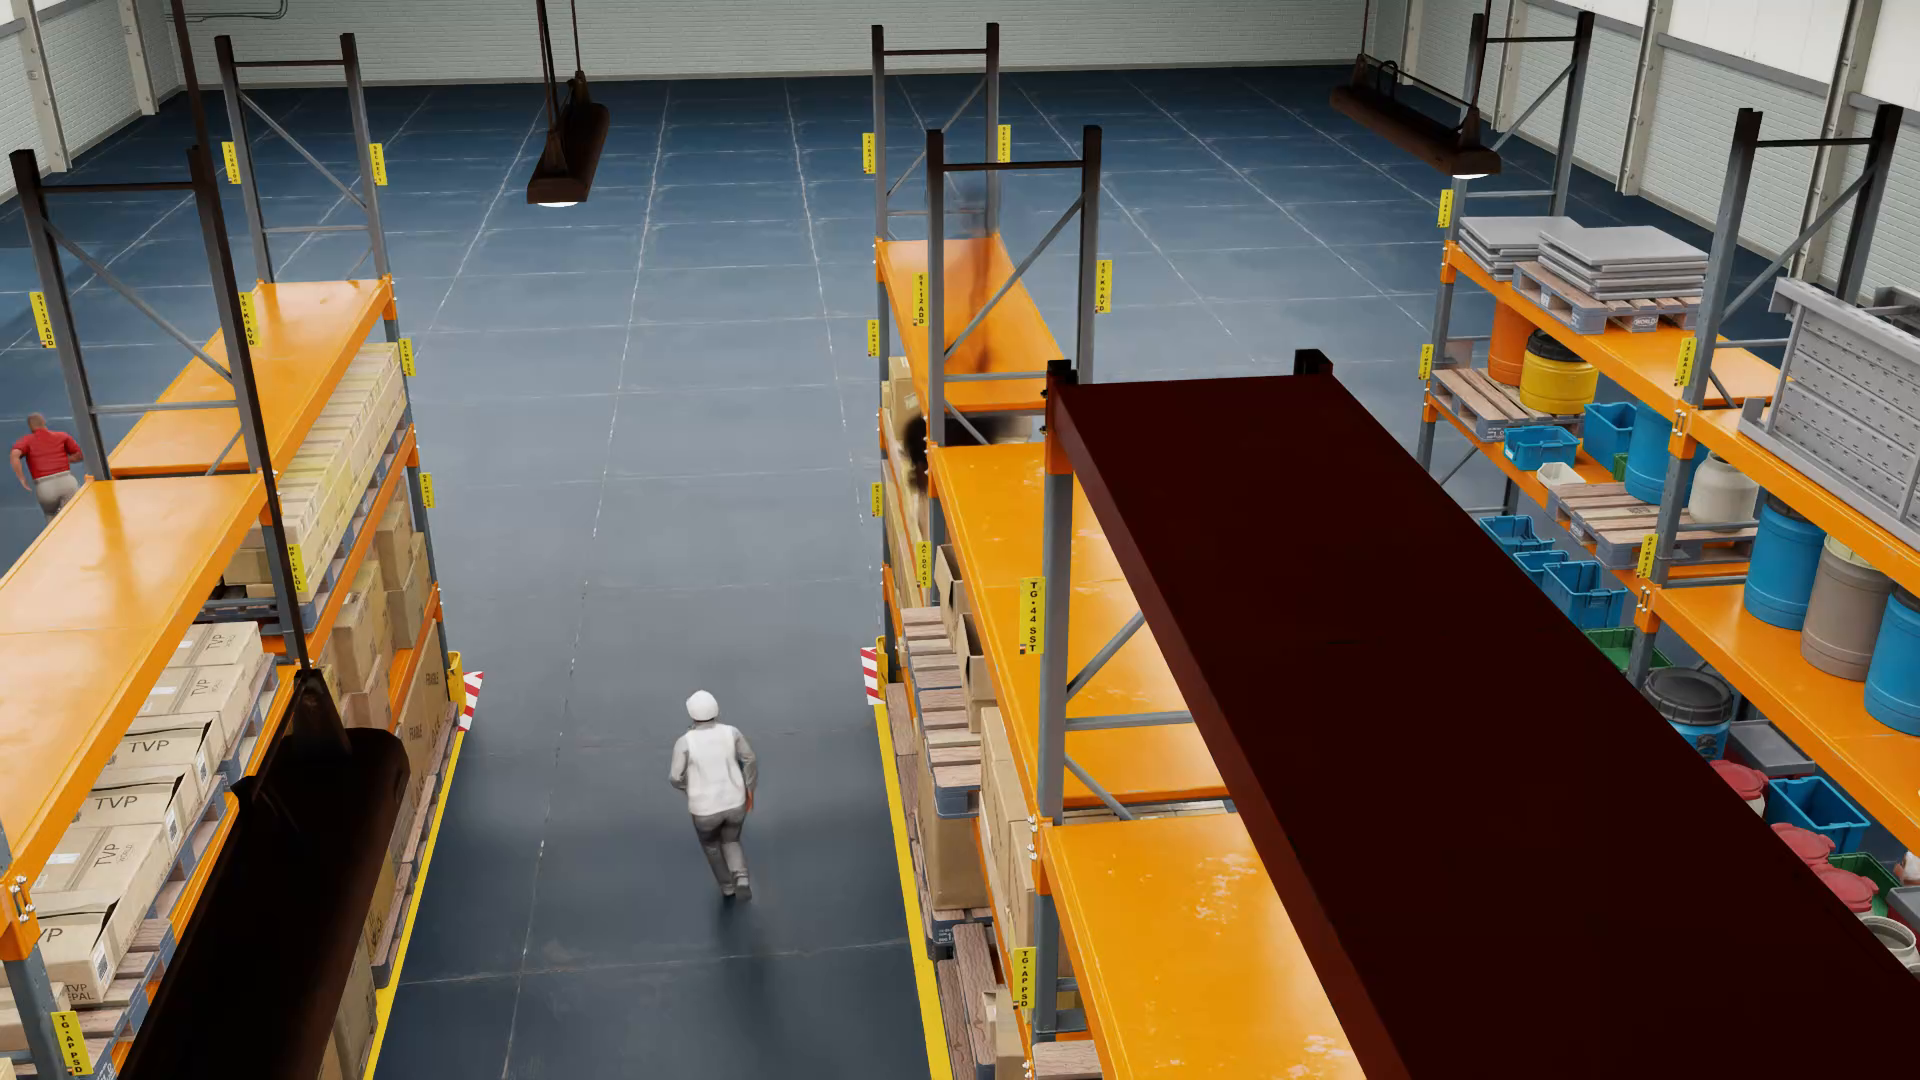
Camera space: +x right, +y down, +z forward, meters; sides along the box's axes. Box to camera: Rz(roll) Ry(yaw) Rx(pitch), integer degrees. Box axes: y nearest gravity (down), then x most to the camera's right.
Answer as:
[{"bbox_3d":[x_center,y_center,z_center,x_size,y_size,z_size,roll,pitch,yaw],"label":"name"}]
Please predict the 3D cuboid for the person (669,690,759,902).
[{"bbox_3d":[-1.797,2.002,12.382,0.657,1.718,0.874,-13,28,-25],"label":"person"}]

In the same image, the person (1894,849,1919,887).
[{"bbox_3d":[6.647,2.637,11.135,0.707,1.721,1.011,-6,26,-13],"label":"person"}]

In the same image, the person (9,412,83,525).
[{"bbox_3d":[-9.539,-0.440,17.611,0.708,1.698,1.005,-19,31,-34],"label":"person"}]
